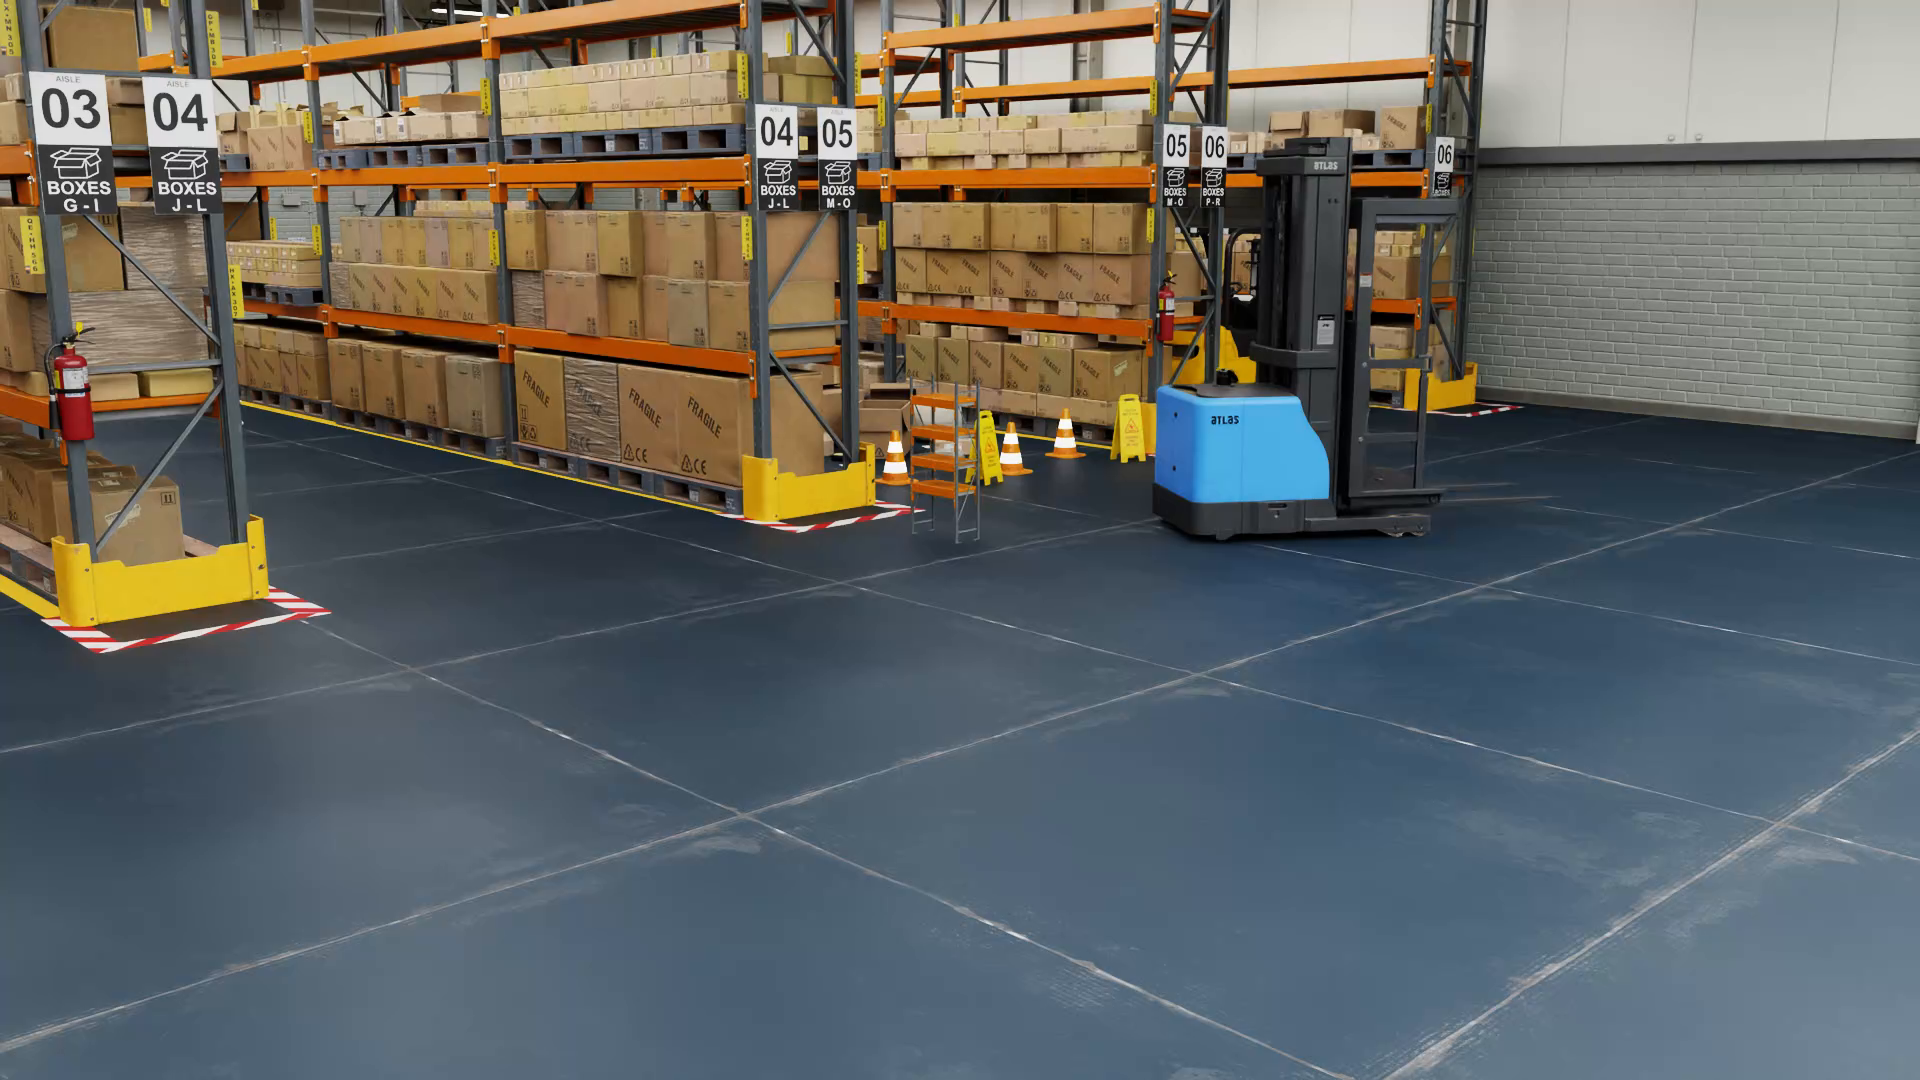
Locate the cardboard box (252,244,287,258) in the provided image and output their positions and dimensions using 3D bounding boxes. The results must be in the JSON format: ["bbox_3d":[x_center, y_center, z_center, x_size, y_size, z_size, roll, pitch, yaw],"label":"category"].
[{"bbox_3d":[-8.133,-3.415,19.663,0.380,0.149,0.250,-11,16,-43],"label":"cardboard box"}]

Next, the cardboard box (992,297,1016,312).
[{"bbox_3d":[0.568,-2.570,18.076,0.380,0.149,0.250,-11,16,-43],"label":"cardboard box"}]

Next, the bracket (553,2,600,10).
[{"bbox_3d":[-8.871,-11.088,35.008,0.076,0.066,5.218,-11,16,-43],"label":"bracket"}]

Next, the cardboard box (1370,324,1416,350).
[{"bbox_3d":[5.318,-2.486,20.339,0.500,0.250,0.500,-10,15,-41],"label":"cardboard box"}]

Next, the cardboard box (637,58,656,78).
[{"bbox_3d":[-2.414,-3.858,13.628,0.380,0.149,0.250,-11,16,-42],"label":"cardboard box"}]

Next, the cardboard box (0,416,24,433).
[{"bbox_3d":[-8.064,-0.708,13.518,0.500,0.500,0.700,10,15,41],"label":"cardboard box"}]

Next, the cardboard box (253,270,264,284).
[{"bbox_3d":[-8.138,-3.125,19.726,0.250,0.149,0.380,11,16,43],"label":"cardboard box"}]

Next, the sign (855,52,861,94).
[{"bbox_3d":[-0.830,-3.729,13.282,0.100,0.325,0.005,-11,16,-43],"label":"sign"}]

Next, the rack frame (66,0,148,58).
[{"bbox_3d":[-12.285,-6.990,24.039,1.000,3.000,0.127,-11,16,-43],"label":"rack frame"}]

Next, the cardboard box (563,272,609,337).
[{"bbox_3d":[-3.051,-2.149,15.039,0.875,0.550,0.550,-11,16,-43],"label":"cardboard box"}]

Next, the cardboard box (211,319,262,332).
[{"bbox_3d":[-9.204,-2.672,21.243,0.500,0.250,0.500,11,16,43],"label":"cardboard box"}]

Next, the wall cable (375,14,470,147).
[{"bbox_3d":[-10.320,-8.991,33.658,2.988,3.039,0.133,-11,16,-43],"label":"wall cable"}]

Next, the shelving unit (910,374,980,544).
[{"bbox_3d":[-0.114,-0.612,12.408,0.258,1.200,0.503,-11,16,-43],"label":"shelving unit"}]

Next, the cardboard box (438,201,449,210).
[{"bbox_3d":[-8.206,-5.404,26.875,0.250,0.149,0.380,11,16,43],"label":"cardboard box"}]

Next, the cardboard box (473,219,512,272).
[{"bbox_3d":[-4.345,-2.911,16.380,0.700,0.500,0.500,-11,16,-44],"label":"cardboard box"}]

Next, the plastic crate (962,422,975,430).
[{"bbox_3d":[0.003,-1.232,18.191,0.583,0.080,0.402,6,13,26],"label":"plastic crate"}]

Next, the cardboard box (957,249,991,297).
[{"bbox_3d":[0.315,-2.951,18.319,0.500,0.500,0.500,-11,16,-43],"label":"cardboard box"}]

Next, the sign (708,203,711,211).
[{"bbox_3d":[-4.772,-6.245,31.636,0.100,0.325,0.005,-11,16,-43],"label":"sign"}]

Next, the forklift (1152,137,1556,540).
[{"bbox_3d":[3.088,-1.558,12.712,3.031,2.935,1.130,-2,12,-11],"label":"forklift"}]

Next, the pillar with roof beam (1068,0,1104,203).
[{"bbox_3d":[-1.224,-6.555,21.926,9.100,9.000,0.400,-11,16,-43],"label":"pillar with roof beam"}]

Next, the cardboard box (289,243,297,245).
[{"bbox_3d":[-8.018,-3.581,20.468,0.380,0.149,0.250,-11,16,-43],"label":"cardboard box"}]

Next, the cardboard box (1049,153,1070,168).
[{"bbox_3d":[1.138,-3.932,17.250,0.380,0.149,0.250,-11,16,-43],"label":"cardboard box"}]

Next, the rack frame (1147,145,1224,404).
[{"bbox_3d":[2.274,-2.421,16.730,1.000,3.000,0.127,-11,16,-43],"label":"rack frame"}]

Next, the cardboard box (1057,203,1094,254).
[{"bbox_3d":[1.420,-3.225,17.166,0.700,0.500,0.500,-11,16,-42],"label":"cardboard box"}]

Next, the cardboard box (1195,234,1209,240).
[{"bbox_3d":[3.364,-4.099,22.279,0.380,0.149,0.250,-11,16,-42],"label":"cardboard box"}]

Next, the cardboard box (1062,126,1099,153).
[{"bbox_3d":[1.389,-4.075,16.959,0.500,0.250,0.500,-11,16,-43],"label":"cardboard box"}]

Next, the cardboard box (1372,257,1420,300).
[{"bbox_3d":[5.332,-3.198,20.251,0.500,0.500,0.500,-11,16,-44],"label":"cardboard box"}]

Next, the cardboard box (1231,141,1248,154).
[{"bbox_3d":[3.720,-5.078,21.526,0.380,0.149,0.250,-10,15,-41],"label":"cardboard box"}]

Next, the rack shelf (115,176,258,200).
[{"bbox_3d":[-10.904,-4.877,22.997,1.077,0.370,4.000,-11,16,-43],"label":"rack shelf"}]

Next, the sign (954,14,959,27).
[{"bbox_3d":[-0.049,-7.638,24.675,0.100,0.325,0.005,-11,16,-43],"label":"sign"}]

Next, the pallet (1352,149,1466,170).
[{"bbox_3d":[5.392,-4.646,20.314,1.003,0.211,1.213,-11,16,-43],"label":"pallet"}]

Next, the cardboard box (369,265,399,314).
[{"bbox_3d":[-5.945,-2.683,17.750,0.500,0.500,0.500,-11,16,-43],"label":"cardboard box"}]

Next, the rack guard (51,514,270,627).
[{"bbox_3d":[-4.946,0.173,10.333,1.175,0.500,0.348,-11,16,-43],"label":"rack guard"}]

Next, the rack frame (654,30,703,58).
[{"bbox_3d":[-5.188,-8.387,30.818,1.000,3.000,0.127,-11,16,-43],"label":"rack frame"}]

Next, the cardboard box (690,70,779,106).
[{"bbox_3d":[-1.776,-3.545,13.098,0.500,0.250,0.500,-11,16,-42],"label":"cardboard box"}]

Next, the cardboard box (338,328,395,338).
[{"bbox_3d":[-7.062,-2.367,19.763,0.500,0.250,0.500,11,16,43],"label":"cardboard box"}]

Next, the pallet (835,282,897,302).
[{"bbox_3d":[-0.911,-3.043,20.222,1.003,0.211,1.213,-11,16,-43],"label":"pallet"}]

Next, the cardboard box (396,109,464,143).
[{"bbox_3d":[-5.368,-4.206,16.890,0.500,0.311,0.500,11,16,43],"label":"cardboard box"}]

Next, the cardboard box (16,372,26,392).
[{"bbox_3d":[-5.783,-1.035,10.622,0.380,0.149,0.250,-11,16,-43],"label":"cardboard box"}]

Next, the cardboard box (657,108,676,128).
[{"bbox_3d":[-2.236,-3.430,13.526,0.380,0.149,0.250,-11,16,-42],"label":"cardboard box"}]

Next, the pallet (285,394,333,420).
[{"bbox_3d":[-7.299,-1.633,19.813,1.003,0.211,1.213,-11,16,-43],"label":"pallet"}]

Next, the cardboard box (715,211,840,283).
[{"bbox_3d":[-1.464,-2.379,13.475,0.875,0.550,0.550,-11,16,-43],"label":"cardboard box"}]

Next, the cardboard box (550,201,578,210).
[{"bbox_3d":[-6.043,-5.111,25.453,0.380,0.149,0.250,-11,16,-43],"label":"cardboard box"}]

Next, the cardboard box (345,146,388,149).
[{"bbox_3d":[-6.963,-4.523,19.249,0.500,0.500,0.500,-11,16,-43],"label":"cardboard box"}]

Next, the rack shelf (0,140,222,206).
[{"bbox_3d":[-6.274,-2.449,11.213,1.077,0.370,4.000,-11,16,-43],"label":"rack shelf"}]

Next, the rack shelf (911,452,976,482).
[{"bbox_3d":[-0.114,-0.546,12.421,0.258,0.148,0.480,-11,16,-43],"label":"rack shelf"}]

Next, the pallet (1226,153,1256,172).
[{"bbox_3d":[3.707,-5.002,22.043,1.003,0.211,1.213,-11,16,-43],"label":"pallet"}]

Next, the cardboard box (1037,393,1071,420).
[{"bbox_3d":[1.170,-1.437,17.728,0.500,0.250,0.500,-11,16,-42],"label":"cardboard box"}]

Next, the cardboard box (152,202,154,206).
[{"bbox_3d":[-10.404,-4.258,22.182,0.500,0.500,0.500,11,16,43],"label":"cardboard box"}]

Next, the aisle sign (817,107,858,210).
[{"bbox_3d":[-0.970,-3.021,13.200,0.394,0.787,0.004,-11,16,-43],"label":"aisle sign"}]

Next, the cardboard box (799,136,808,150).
[{"bbox_3d":[-1.693,-4.820,20.273,0.500,0.250,0.500,-11,16,-42],"label":"cardboard box"}]

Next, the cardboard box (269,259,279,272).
[{"bbox_3d":[-7.800,-3.198,19.344,0.380,0.149,0.250,-10,16,-41],"label":"cardboard box"}]

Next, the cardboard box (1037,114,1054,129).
[{"bbox_3d":[1.024,-4.366,17.385,0.250,0.149,0.380,11,16,44],"label":"cardboard box"}]
